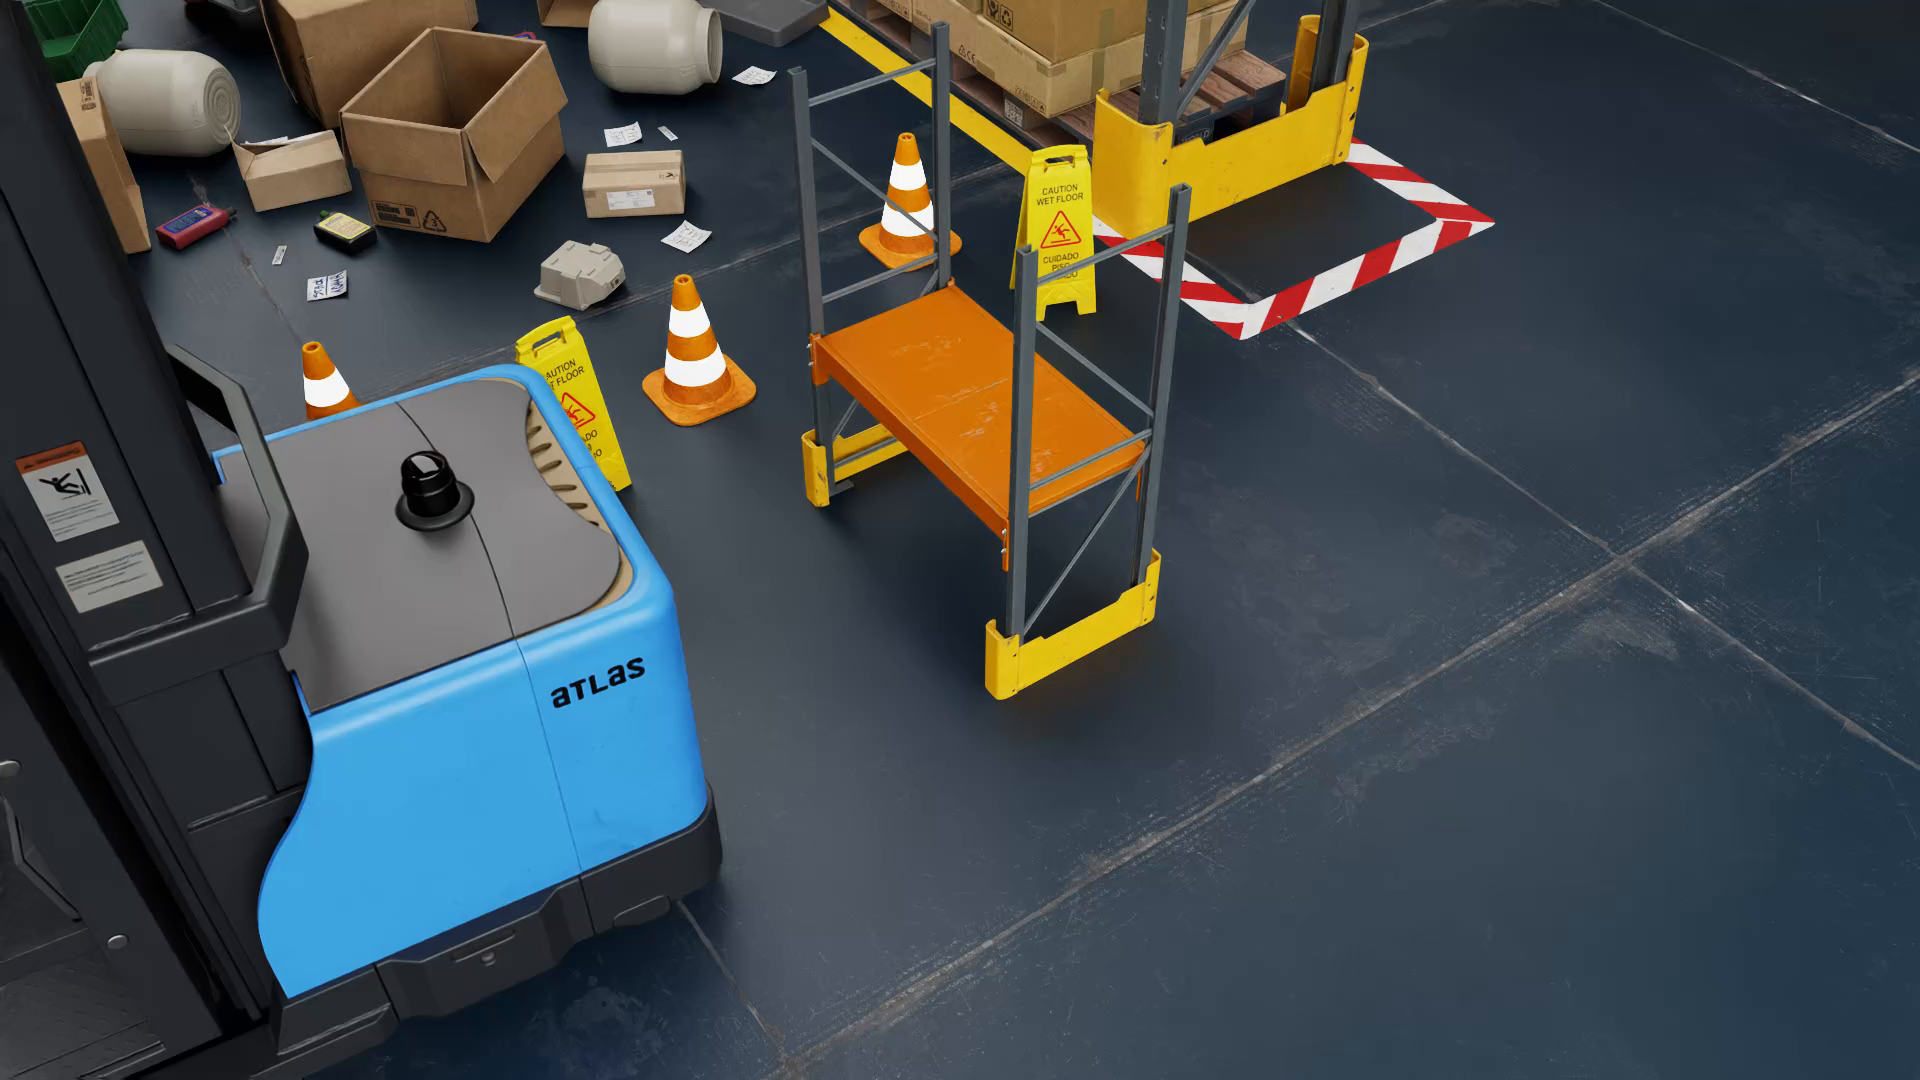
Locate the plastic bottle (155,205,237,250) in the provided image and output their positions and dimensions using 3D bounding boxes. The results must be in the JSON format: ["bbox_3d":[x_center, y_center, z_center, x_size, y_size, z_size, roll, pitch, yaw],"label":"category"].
[{"bbox_3d":[-2.982,-1.239,6.504,0.133,0.061,0.283,26,49,25],"label":"plastic bottle"}]

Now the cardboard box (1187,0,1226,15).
[{"bbox_3d":[0.863,-2.515,6.856,0.500,0.500,0.500,-27,50,-26],"label":"cardboard box"}]

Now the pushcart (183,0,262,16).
[{"bbox_3d":[-3.019,-2.895,8.009,0.936,0.377,1.648,26,49,25],"label":"pushcart"}]

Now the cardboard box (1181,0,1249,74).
[{"bbox_3d":[0.877,-2.230,7.101,0.500,0.250,0.500,-26,49,-25],"label":"cardboard box"}]

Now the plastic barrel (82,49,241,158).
[{"bbox_3d":[-3.272,-1.791,6.820,0.512,0.421,0.421,4,44,4],"label":"plastic barrel"}]

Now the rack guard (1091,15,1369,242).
[{"bbox_3d":[1.068,-1.646,6.612,1.175,0.500,0.348,-26,49,-24],"label":"rack guard"}]

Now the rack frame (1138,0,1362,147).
[{"bbox_3d":[1.111,-2.507,5.704,1.000,3.000,0.127,-26,49,-24],"label":"rack frame"}]

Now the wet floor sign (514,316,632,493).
[{"bbox_3d":[-1.250,-0.408,5.211,0.267,0.644,0.232,-35,53,-31],"label":"wet floor sign"}]

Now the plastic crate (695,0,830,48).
[{"bbox_3d":[-0.951,-2.503,7.814,0.583,0.080,0.402,26,49,25],"label":"plastic crate"}]

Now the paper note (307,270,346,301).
[{"bbox_3d":[-2.372,-0.955,6.229,0.144,0.017,0.142,-10,45,-11],"label":"paper note"}]

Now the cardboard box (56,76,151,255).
[{"bbox_3d":[-3.449,-1.383,6.334,0.500,0.500,0.500,-18,46,-18],"label":"cardboard box"}]

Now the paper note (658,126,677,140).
[{"bbox_3d":[-1.239,-1.725,7.049,0.032,0.001,0.123,-26,49,-24],"label":"paper note"}]

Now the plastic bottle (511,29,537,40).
[{"bbox_3d":[-1.977,-2.238,7.550,0.133,0.061,0.283,-18,46,-18],"label":"plastic bottle"}]

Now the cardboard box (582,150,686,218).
[{"bbox_3d":[-1.295,-1.420,6.629,0.380,0.149,0.250,-3,44,-4],"label":"cardboard box"}]

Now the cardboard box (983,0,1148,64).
[{"bbox_3d":[0.439,-2.286,6.617,0.500,0.500,0.500,-25,49,-24],"label":"cardboard box"}]

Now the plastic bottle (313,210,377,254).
[{"bbox_3d":[-2.413,-1.206,6.469,0.283,0.061,0.133,26,49,25],"label":"plastic bottle"}]

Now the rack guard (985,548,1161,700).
[{"bbox_3d":[0.329,0.235,4.823,0.587,0.250,0.087,-26,49,-24],"label":"rack guard"}]

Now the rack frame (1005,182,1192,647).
[{"bbox_3d":[0.340,-0.206,4.380,0.500,1.500,0.032,-26,49,-24],"label":"rack frame"}]

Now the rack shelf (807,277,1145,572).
[{"bbox_3d":[0.049,-0.364,4.806,0.538,0.185,1.000,-26,49,-24],"label":"rack shelf"}]

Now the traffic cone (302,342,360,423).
[{"bbox_3d":[-2.030,-0.438,5.374,0.336,0.463,0.334,-26,49,-24],"label":"traffic cone"}]

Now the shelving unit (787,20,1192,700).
[{"bbox_3d":[0.044,-0.499,4.687,0.587,1.500,1.083,-26,49,-24],"label":"shelving unit"}]

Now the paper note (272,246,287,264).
[{"bbox_3d":[-2.615,-1.096,6.390,0.032,0.001,0.123,-3,44,-4],"label":"paper note"}]

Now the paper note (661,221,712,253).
[{"bbox_3d":[-1.062,-1.182,6.466,0.142,0.019,0.148,26,49,25],"label":"paper note"}]

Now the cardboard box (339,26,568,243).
[{"bbox_3d":[-1.970,-1.599,6.560,0.637,0.503,0.797,11,45,11],"label":"cardboard box"}]

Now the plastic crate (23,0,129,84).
[{"bbox_3d":[-4.005,-2.182,7.359,0.450,0.188,0.662,-11,44,3],"label":"plastic crate"}]

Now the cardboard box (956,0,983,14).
[{"bbox_3d":[0.138,-2.580,6.925,0.500,0.500,0.500,-24,49,-23],"label":"cardboard box"}]

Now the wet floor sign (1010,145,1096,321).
[{"bbox_3d":[0.342,-1.125,5.961,0.267,0.644,0.232,-10,45,-11],"label":"wet floor sign"}]

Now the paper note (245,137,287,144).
[{"bbox_3d":[-2.901,-1.637,6.948,0.172,0.023,0.155,-10,45,-11],"label":"paper note"}]

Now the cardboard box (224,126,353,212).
[{"bbox_3d":[-2.685,-1.525,6.655,0.396,0.266,0.258,-18,46,-18],"label":"cardboard box"}]

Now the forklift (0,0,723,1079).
[{"bbox_3d":[-2.151,0.038,3.087,3.031,2.935,1.130,-21,48,-21],"label":"forklift"}]

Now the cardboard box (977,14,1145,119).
[{"bbox_3d":[0.414,-2.029,6.891,0.500,0.250,0.500,-26,49,-25],"label":"cardboard box"}]

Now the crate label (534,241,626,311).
[{"bbox_3d":[-1.409,-0.995,6.193,0.298,0.136,0.250,18,47,18],"label":"crate label"}]

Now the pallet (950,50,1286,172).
[{"bbox_3d":[0.632,-2.015,7.208,1.003,0.211,1.213,-26,49,-24],"label":"pallet"}]

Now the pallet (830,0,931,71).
[{"bbox_3d":[-0.062,-2.706,7.931,1.003,0.211,1.213,-26,49,-24],"label":"pallet"}]

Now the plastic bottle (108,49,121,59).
[{"bbox_3d":[-3.783,-2.137,7.444,0.283,0.061,0.133,18,47,18],"label":"plastic bottle"}]

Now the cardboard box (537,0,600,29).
[{"bbox_3d":[-1.680,-2.725,7.740,0.500,0.500,0.500,4,44,4],"label":"cardboard box"}]

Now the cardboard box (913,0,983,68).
[{"bbox_3d":[0.138,-2.312,7.187,0.500,0.250,0.500,-26,49,-24],"label":"cardboard box"}]

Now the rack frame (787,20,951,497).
[{"bbox_3d":[-0.242,-0.782,4.983,0.500,1.500,0.032,-26,49,-24],"label":"rack frame"}]

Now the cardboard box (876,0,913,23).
[{"bbox_3d":[-0.166,-2.606,7.495,0.500,0.250,0.500,-27,50,-26],"label":"cardboard box"}]

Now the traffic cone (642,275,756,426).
[{"bbox_3d":[-0.909,-0.692,5.640,0.336,0.463,0.334,-26,49,-24],"label":"traffic cone"}]

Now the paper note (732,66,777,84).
[{"bbox_3d":[-0.912,-2.067,7.393,0.148,0.019,0.142,26,49,25],"label":"paper note"}]

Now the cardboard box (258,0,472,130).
[{"bbox_3d":[-2.512,-2.174,7.065,0.797,0.637,0.503,-26,49,-24],"label":"cardboard box"}]

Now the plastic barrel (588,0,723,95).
[{"bbox_3d":[-1.312,-2.147,7.192,0.512,0.421,0.421,4,44,4],"label":"plastic barrel"}]

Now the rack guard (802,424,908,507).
[{"bbox_3d":[-0.241,-0.329,5.414,0.587,0.250,0.087,-26,49,-24],"label":"rack guard"}]

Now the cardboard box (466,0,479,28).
[{"bbox_3d":[-2.471,-2.474,7.649,0.396,0.266,0.258,11,45,11],"label":"cardboard box"}]

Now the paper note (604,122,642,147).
[{"bbox_3d":[-1.425,-1.718,7.036,0.148,0.019,0.142,-10,45,-11],"label":"paper note"}]

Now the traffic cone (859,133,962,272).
[{"bbox_3d":[-0.193,-1.323,6.301,0.336,0.463,0.334,-26,49,-24],"label":"traffic cone"}]
